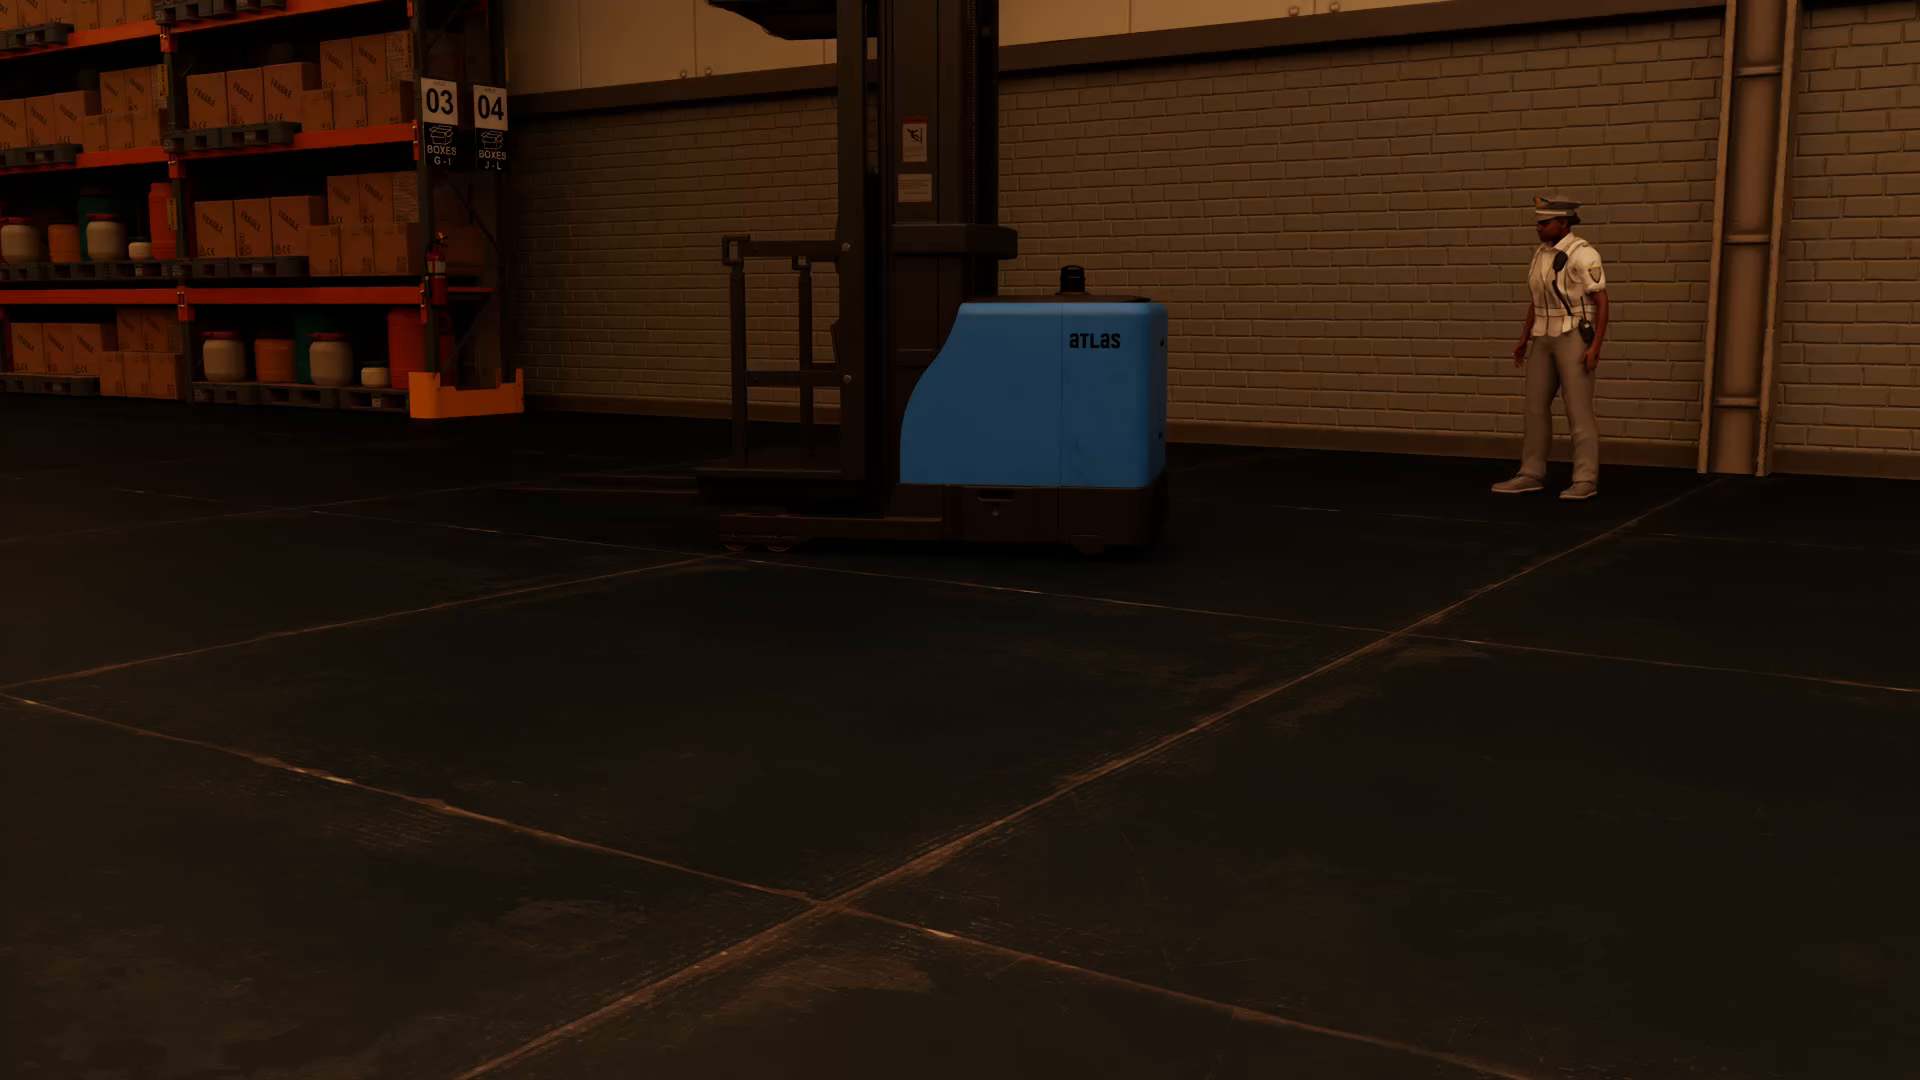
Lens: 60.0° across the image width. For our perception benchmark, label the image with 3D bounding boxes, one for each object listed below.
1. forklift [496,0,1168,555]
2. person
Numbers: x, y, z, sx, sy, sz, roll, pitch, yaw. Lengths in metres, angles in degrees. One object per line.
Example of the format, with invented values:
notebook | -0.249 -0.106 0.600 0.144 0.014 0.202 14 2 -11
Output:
forklift | -0.596 -1.469 7.520 3.031 2.935 1.130 2 8 12
person | 3.343 -1.072 9.268 0.427 1.666 0.599 -3 9 -23
